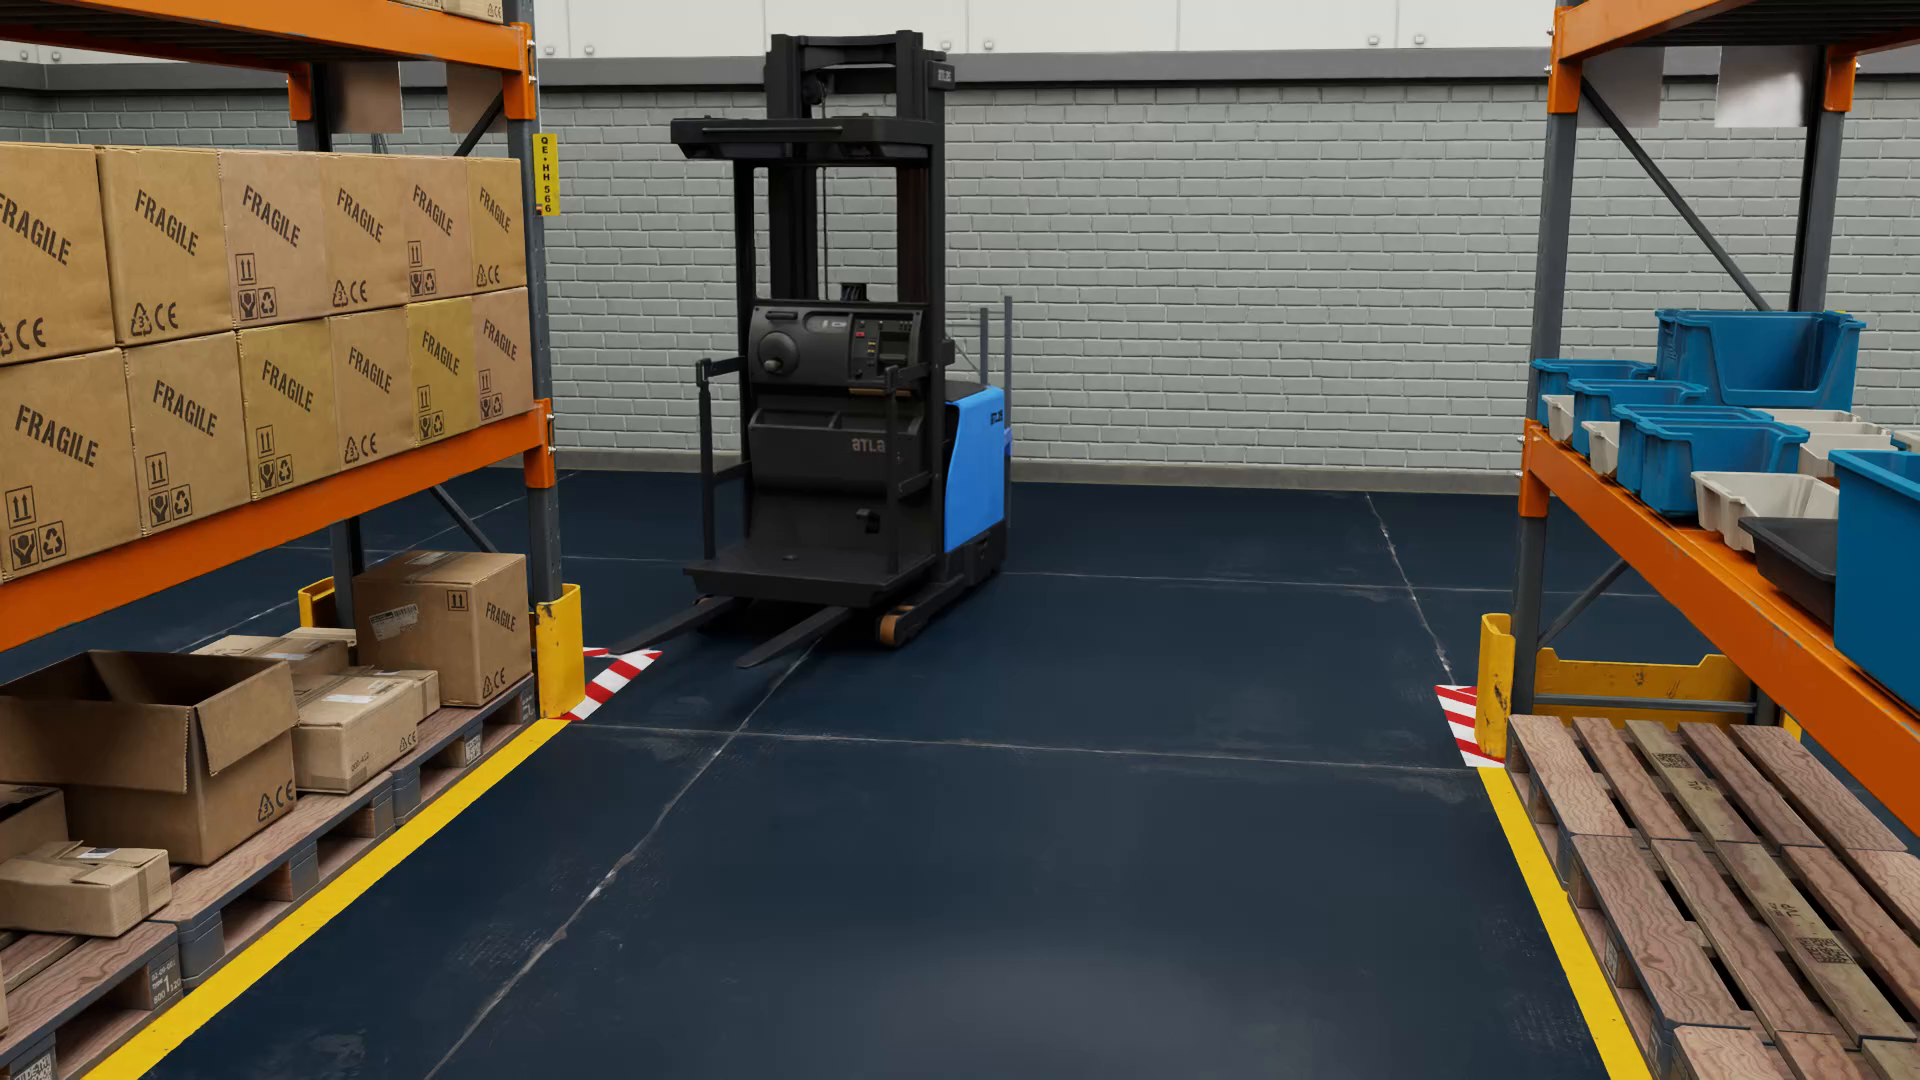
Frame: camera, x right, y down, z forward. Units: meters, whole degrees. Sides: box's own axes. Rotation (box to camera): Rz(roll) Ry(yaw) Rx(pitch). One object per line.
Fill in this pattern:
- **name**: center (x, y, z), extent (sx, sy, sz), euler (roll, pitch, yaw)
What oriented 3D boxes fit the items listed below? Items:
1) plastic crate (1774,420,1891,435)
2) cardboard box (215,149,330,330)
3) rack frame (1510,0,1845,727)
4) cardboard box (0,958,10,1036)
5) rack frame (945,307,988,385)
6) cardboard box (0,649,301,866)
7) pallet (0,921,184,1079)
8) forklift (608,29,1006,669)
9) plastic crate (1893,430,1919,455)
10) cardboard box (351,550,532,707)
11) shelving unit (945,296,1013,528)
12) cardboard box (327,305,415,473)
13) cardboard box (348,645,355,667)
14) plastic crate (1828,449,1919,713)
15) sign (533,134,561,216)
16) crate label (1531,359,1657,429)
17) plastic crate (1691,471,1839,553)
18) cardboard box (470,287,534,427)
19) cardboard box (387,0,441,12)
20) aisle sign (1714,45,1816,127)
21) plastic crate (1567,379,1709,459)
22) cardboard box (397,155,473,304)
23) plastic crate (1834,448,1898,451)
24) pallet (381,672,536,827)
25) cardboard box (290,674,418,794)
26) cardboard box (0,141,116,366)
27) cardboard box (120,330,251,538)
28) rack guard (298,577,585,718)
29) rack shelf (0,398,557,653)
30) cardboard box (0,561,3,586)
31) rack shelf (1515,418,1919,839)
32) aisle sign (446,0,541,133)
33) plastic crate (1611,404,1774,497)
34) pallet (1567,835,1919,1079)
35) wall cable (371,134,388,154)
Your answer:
- **plastic crate**: center (2.666, -0.287, 5.188), extent (0.396, 0.136, 0.243), euler (2, 12, 9)
- **cardboard box**: center (-2.251, -0.899, 4.934), extent (0.500, 0.500, 0.500), euler (2, 12, 10)
- **rack frame**: center (2.671, -0.622, 6.259), extent (1.000, 3.000, 0.127), euler (2, 12, 9)
- **cardboard box**: center (-2.560, 1.068, 3.753), extent (0.500, 0.311, 0.500), euler (2, 12, 9)
- **rack frame**: center (-0.085, -0.615, 9.785), extent (0.500, 1.500, 0.032), euler (2, 12, 9)
- **cardboard box**: center (-2.554, 0.664, 5.176), extent (0.797, 0.503, 0.637), euler (2, 12, 9)
- **pallet**: center (-2.732, 1.270, 4.101), extent (1.003, 0.211, 1.213), euler (2, 12, 9)
- **forklift**: center (-0.703, -1.005, 8.201), extent (1.130, 2.935, 3.031), euler (4, 13, 19)
- **plastic crate**: center (2.473, -0.073, 3.849), extent (0.437, 0.282, 0.530), euler (2, 12, 9)
- **cardboard box**: center (-2.063, 0.345, 6.662), extent (0.500, 0.500, 0.500), euler (2, 12, 9)
- **shelving unit**: center (-0.001, -0.720, 10.275), extent (0.538, 1.500, 1.048), euler (2, 12, 9)
- **cardboard box**: center (-2.181, -0.518, 5.540), extent (0.500, 0.500, 0.500), euler (2, 12, 9)
- **cardboard box**: center (-2.665, 0.515, 6.665), extent (0.380, 0.166, 0.250), euler (2, 12, 9)
- **plastic crate**: center (1.791, 0.081, 2.893), extent (0.392, 0.384, 0.575), euler (2, 12, 9)
- **sign**: center (-1.678, -1.482, 6.749), extent (0.100, 0.325, 0.005), euler (2, 12, 9)
- **crate label**: center (2.308, -0.529, 6.081), extent (0.416, 0.233, 0.303), euler (2, 12, 9)
- **plastic crate**: center (2.027, -0.062, 4.144), extent (0.293, 0.136, 0.466), euler (2, 12, 9)
- **cardboard box**: center (-2.023, -0.730, 6.523), extent (0.500, 0.500, 0.500), euler (2, 12, 10)
- **cardboard box**: center (-2.129, -1.957, 5.690), extent (0.500, 0.250, 0.500), euler (2, 12, 9)
- **aisle sign**: center (2.972, -1.898, 6.011), extent (0.394, 0.787, 0.004), euler (2, 12, 9)
- **plastic crate**: center (2.206, -0.392, 5.445), extent (0.416, 0.233, 0.300), euler (2, 12, 9)
- **cardboard box**: center (-2.097, -1.114, 5.932), extent (0.500, 0.500, 0.500), euler (2, 12, 10)
- **plastic crate**: center (2.620, -0.166, 4.626), extent (0.298, 0.136, 0.250), euler (2, 12, 9)
- **pallet**: center (-2.356, 0.762, 6.457), extent (1.003, 0.211, 1.213), euler (2, 12, 9)
- **cardboard box**: center (-2.239, 0.664, 5.775), extent (0.500, 0.250, 0.500), euler (2, 12, 9)
- **cardboard box**: center (-2.409, -0.685, 3.939), extent (0.500, 0.500, 0.500), euler (1, 12, 7)
- **cardboard box**: center (-2.336, -0.307, 4.562), extent (0.500, 0.500, 0.500), euler (2, 12, 8)
- **rack guard**: center (-2.235, 0.455, 7.197), extent (1.175, 0.500, 0.348), euler (2, 12, 9)
- **rack shelf**: center (-2.531, -0.015, 5.151), extent (1.077, 0.370, 4.000), euler (2, 12, 9)
- **cardboard box**: center (-2.490, -0.097, 3.584), extent (0.500, 0.500, 0.500), euler (2, 12, 10)
- **rack shelf**: center (2.363, 0.146, 4.403), extent (1.077, 0.370, 4.000), euler (2, 12, 9)
- **aisle sign**: center (-1.910, -2.058, 6.753), extent (0.394, 0.787, 0.004), euler (2, 12, 9)
- **plastic crate**: center (2.105, -0.255, 4.809), extent (0.416, 0.233, 0.300), euler (2, 12, 9)
- **pallet**: center (2.316, 1.165, 4.587), extent (1.003, 0.211, 1.213), euler (2, 12, 9)
- **wall cable**: center (-5.895, -3.523, 12.853), extent (3.097, 2.526, 0.112), euler (2, 12, 9)
